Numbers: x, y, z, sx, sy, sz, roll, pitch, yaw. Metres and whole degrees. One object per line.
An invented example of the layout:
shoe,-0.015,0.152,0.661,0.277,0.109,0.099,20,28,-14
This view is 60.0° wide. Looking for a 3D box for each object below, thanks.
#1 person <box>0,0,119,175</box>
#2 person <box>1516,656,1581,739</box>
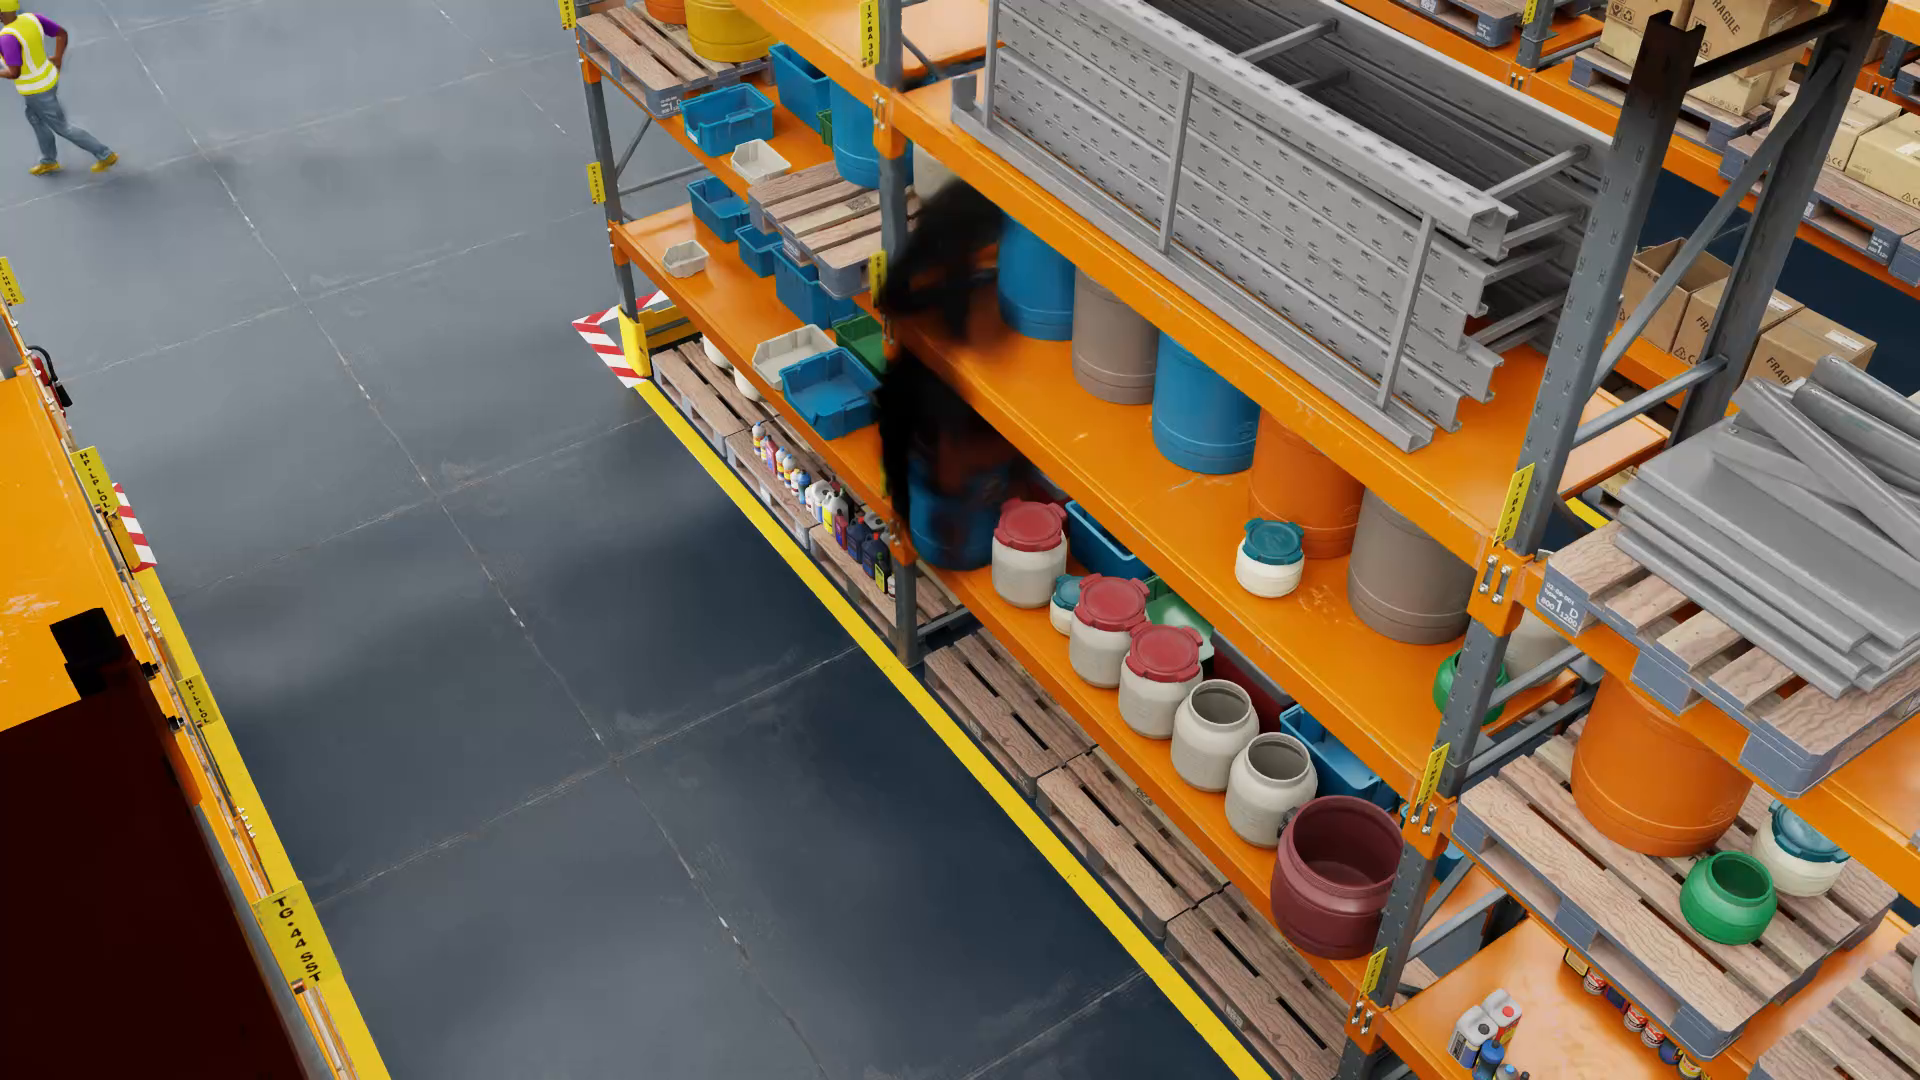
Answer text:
person,-8.200,-4.034,14.832,0.895,1.789,0.691,-4,43,-5
person,3.548,0.578,9.456,0.664,1.769,0.594,-31,51,-29
